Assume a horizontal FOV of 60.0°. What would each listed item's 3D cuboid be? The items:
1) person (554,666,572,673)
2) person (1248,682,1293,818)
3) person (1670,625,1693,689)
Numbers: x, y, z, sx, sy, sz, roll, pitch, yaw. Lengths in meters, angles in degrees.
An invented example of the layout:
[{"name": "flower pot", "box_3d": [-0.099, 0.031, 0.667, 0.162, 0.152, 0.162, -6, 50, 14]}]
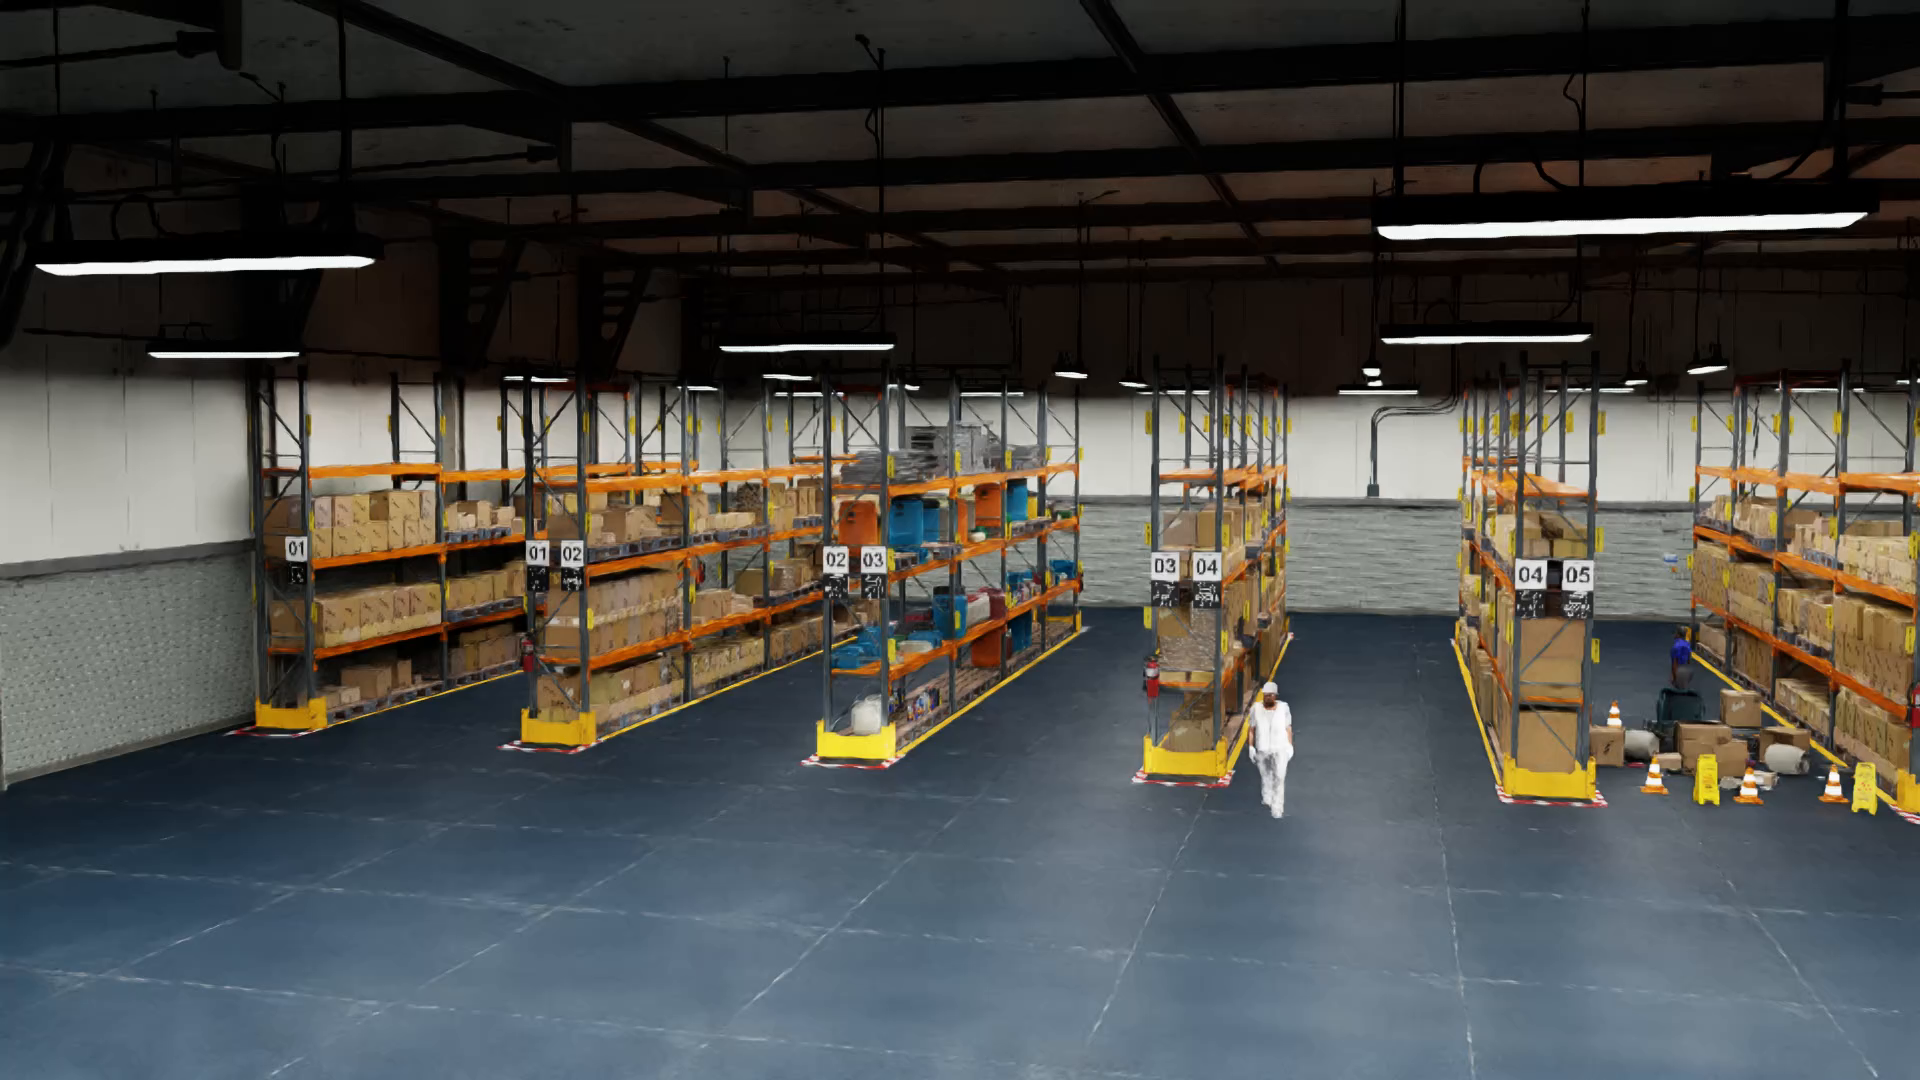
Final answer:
[{"name": "person", "box_3d": [-7.165, 2.047, 30.365, 0.677, 1.742, 0.552, 1, 4, 13]}, {"name": "person", "box_3d": [3.981, 2.661, 21.399, 0.566, 1.706, 1.122, 1, 4, 17]}, {"name": "person", "box_3d": [12.022, 2.255, 27.804, 0.551, 1.634, 0.573, 4, 5, 43]}]
